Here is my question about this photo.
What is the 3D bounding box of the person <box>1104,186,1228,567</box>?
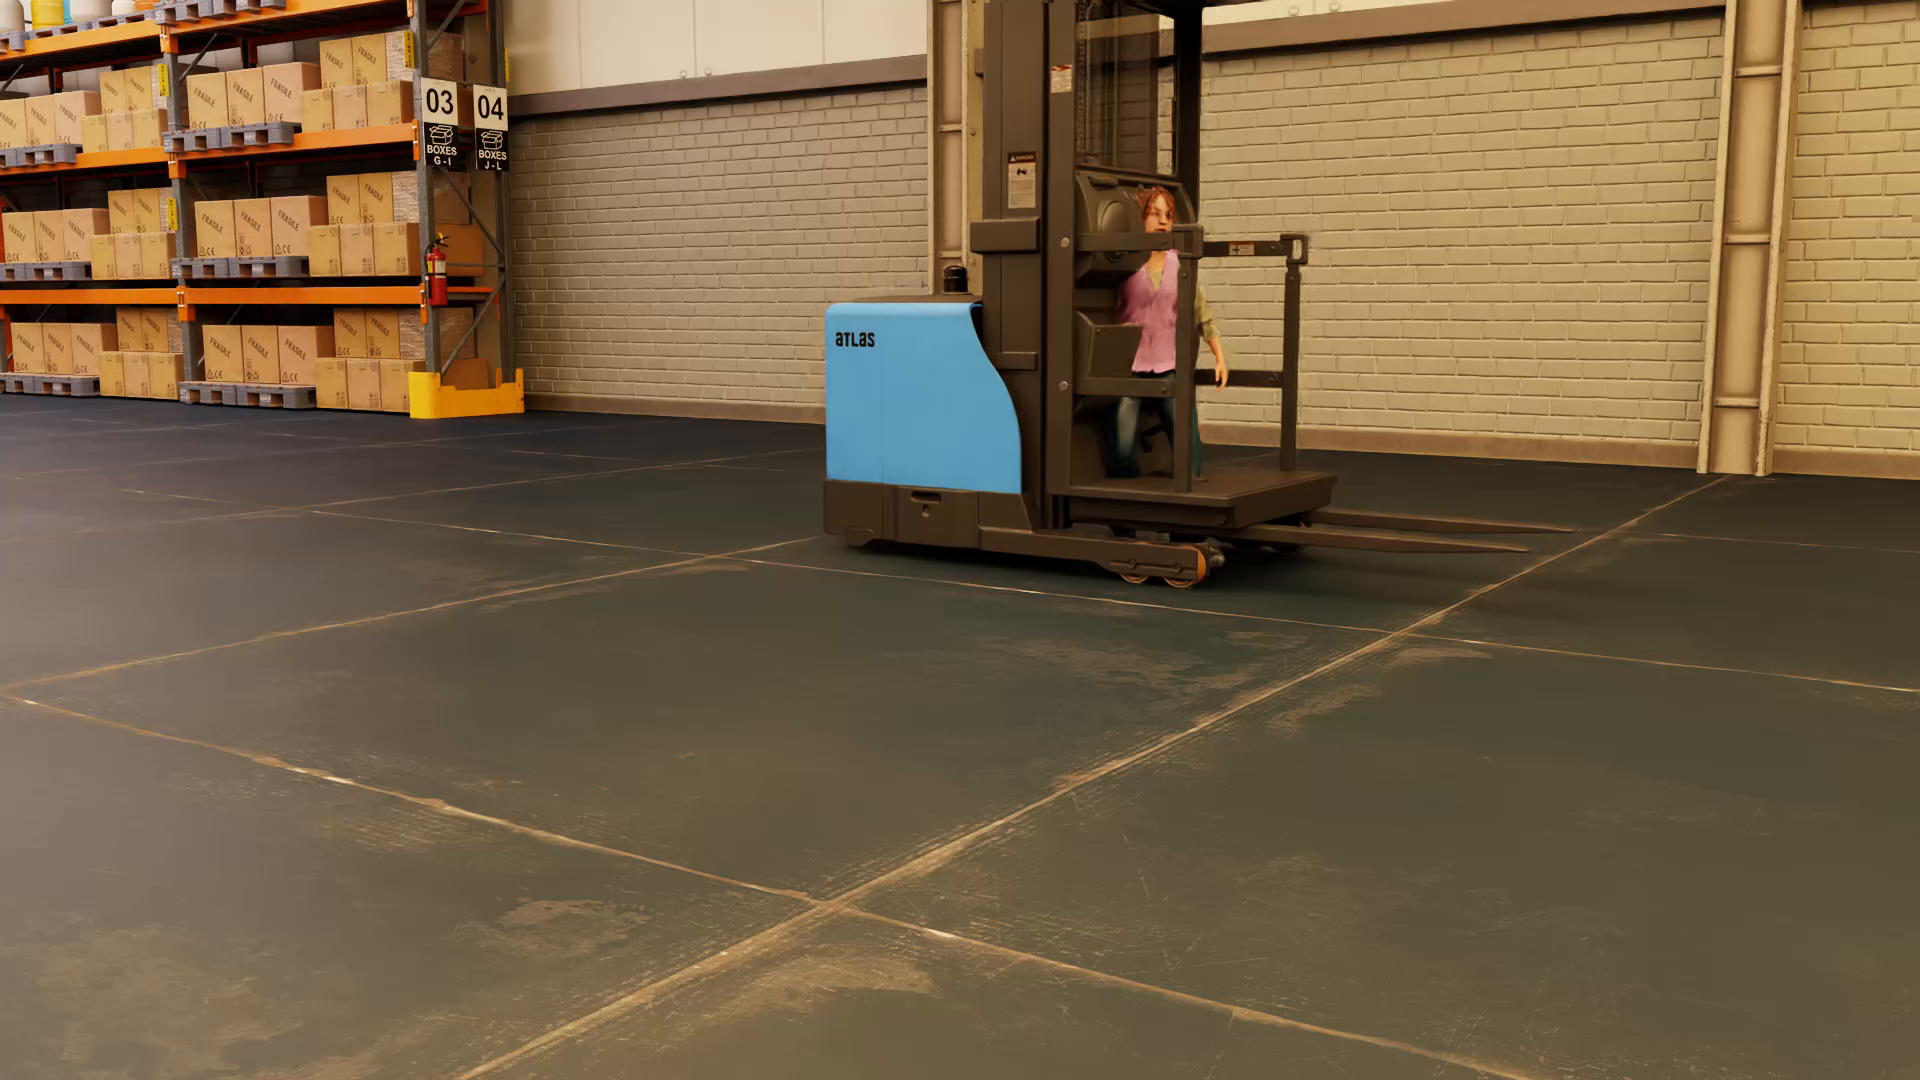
[{"bbox_3d":[0.807,-0.662,6.745,0.702,1.544,0.679,-2,8,-11],"label":"person"}]

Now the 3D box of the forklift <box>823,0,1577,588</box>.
[{"bbox_3d":[0.903,-1.352,6.701,3.031,2.935,1.130,6,10,34],"label":"forklift"}]
